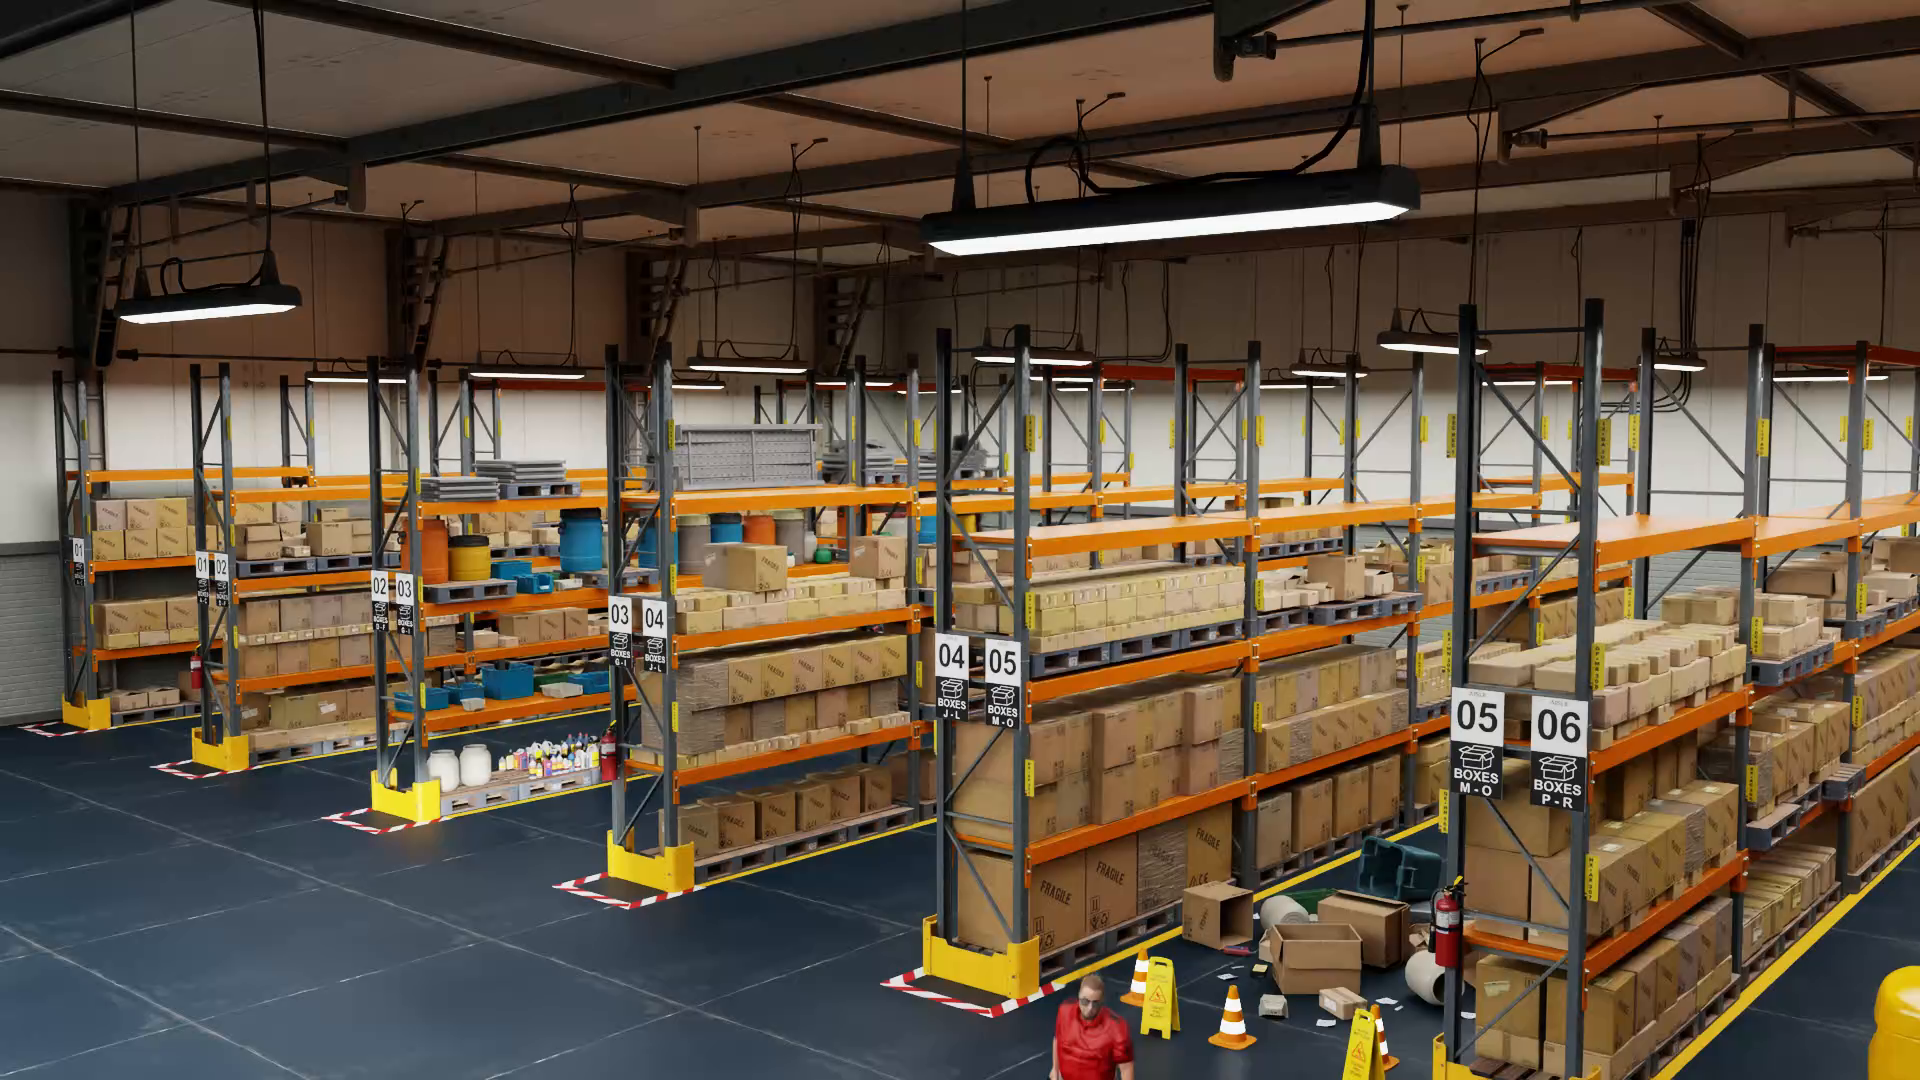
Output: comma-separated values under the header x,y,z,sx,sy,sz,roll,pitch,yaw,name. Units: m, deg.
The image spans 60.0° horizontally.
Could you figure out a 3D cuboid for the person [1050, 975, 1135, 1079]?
x,y,z,sx,sy,sz,roll,pitch,yaw,name
0.842,3.557,10.685,0.693,1.682,0.597,2,5,28,person
